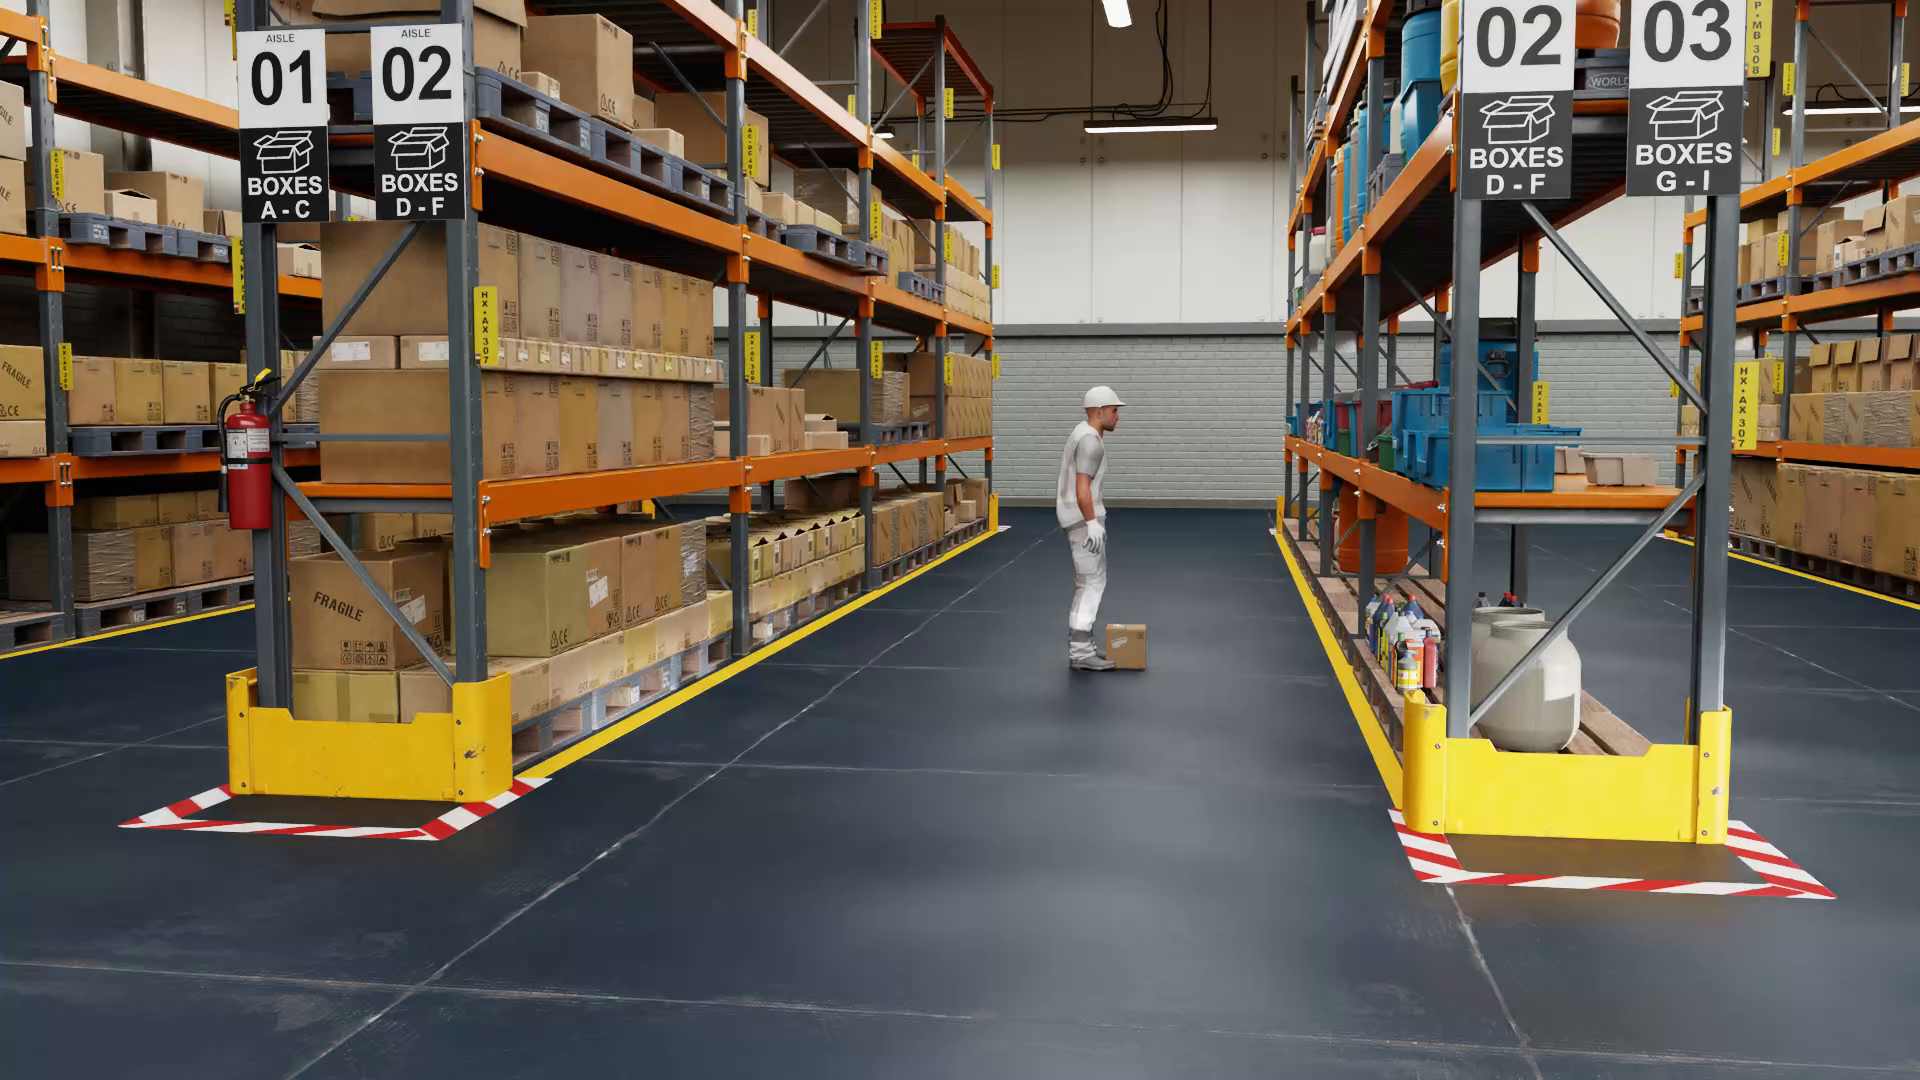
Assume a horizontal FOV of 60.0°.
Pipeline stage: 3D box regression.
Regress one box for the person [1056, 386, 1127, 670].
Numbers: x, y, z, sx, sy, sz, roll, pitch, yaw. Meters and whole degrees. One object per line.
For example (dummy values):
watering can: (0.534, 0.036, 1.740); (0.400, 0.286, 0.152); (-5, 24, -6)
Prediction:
person: (0.836, -0.086, 10.592); (0.448, 1.780, 0.591); (0, 4, 5)
